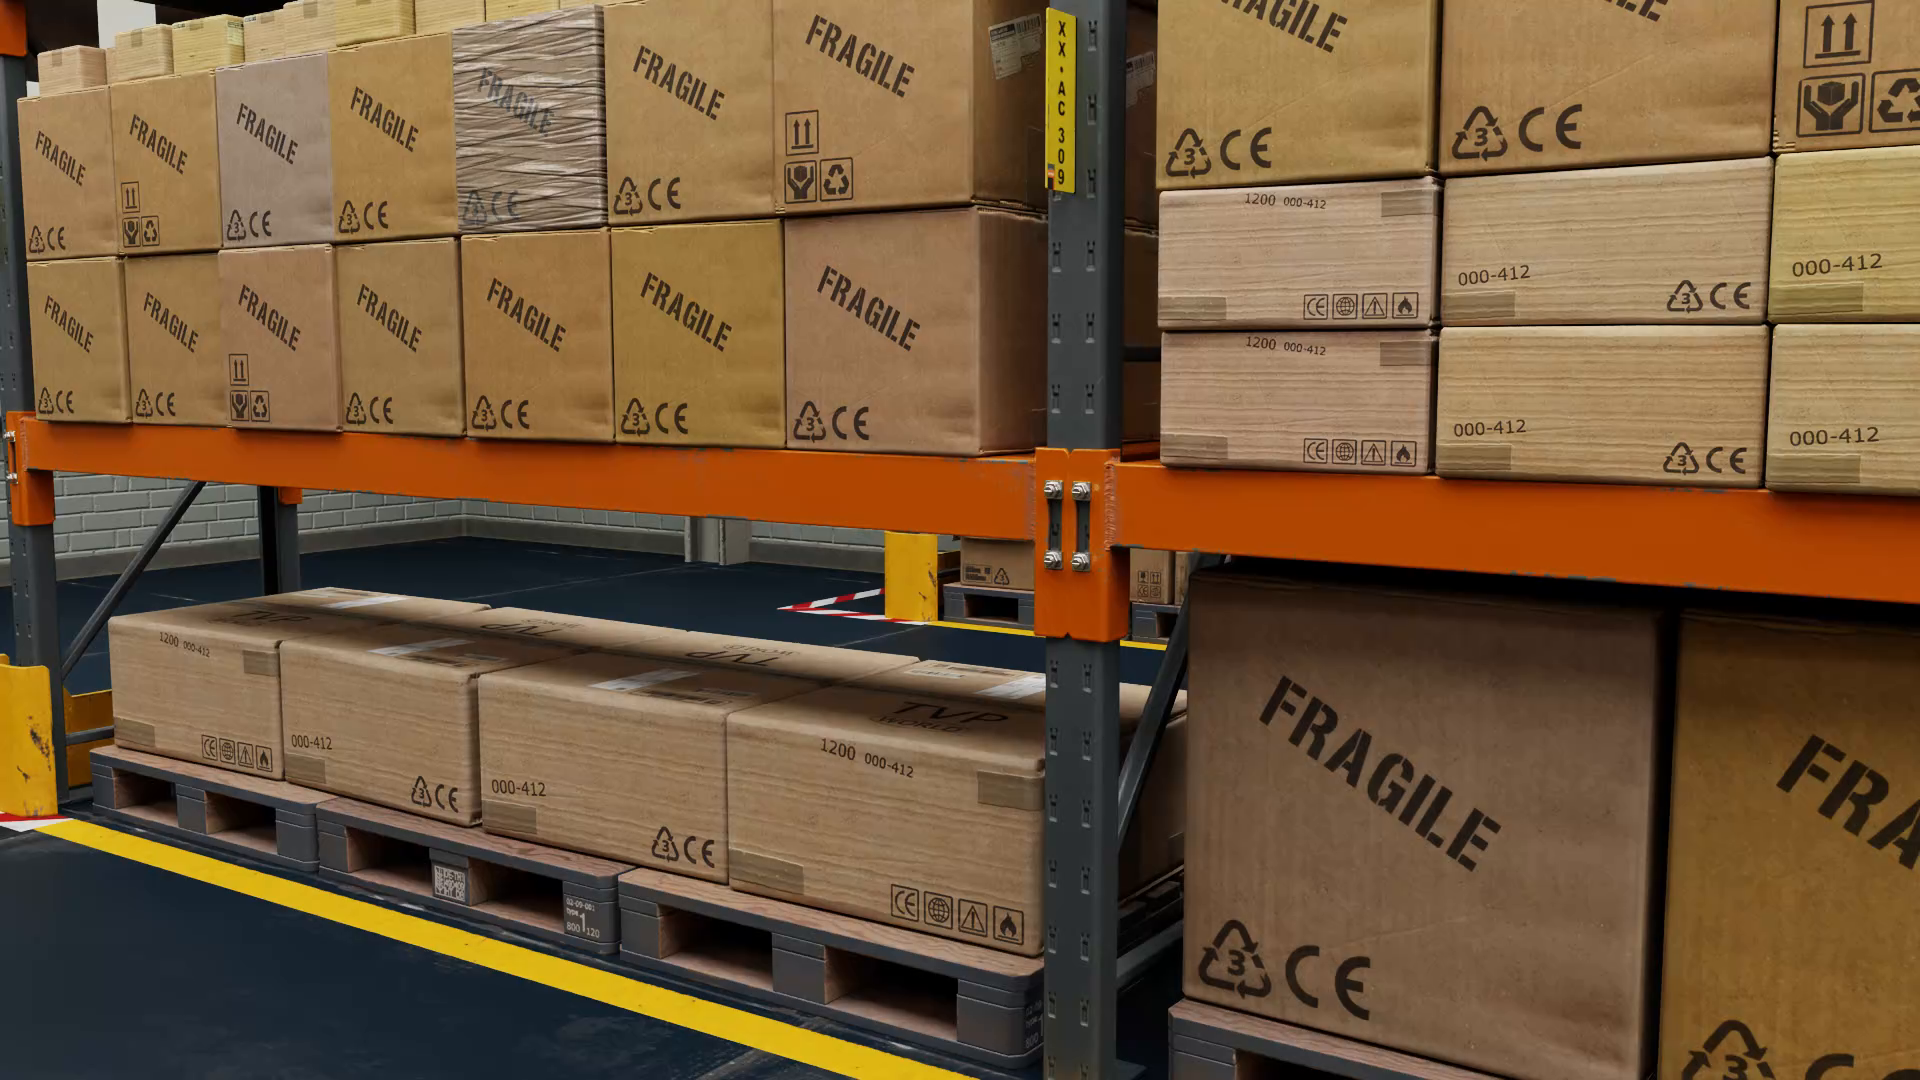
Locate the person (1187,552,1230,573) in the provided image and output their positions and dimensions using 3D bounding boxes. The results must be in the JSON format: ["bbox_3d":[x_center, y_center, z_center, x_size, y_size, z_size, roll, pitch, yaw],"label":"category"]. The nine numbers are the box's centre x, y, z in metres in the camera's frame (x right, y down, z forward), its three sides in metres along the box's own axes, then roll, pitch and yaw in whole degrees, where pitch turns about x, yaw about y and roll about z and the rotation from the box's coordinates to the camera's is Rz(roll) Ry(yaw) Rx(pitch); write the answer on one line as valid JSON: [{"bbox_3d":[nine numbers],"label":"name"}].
[{"bbox_3d":[1.247,0.191,7.049,0.509,1.085,0.965,4,7,31],"label":"person"}]
